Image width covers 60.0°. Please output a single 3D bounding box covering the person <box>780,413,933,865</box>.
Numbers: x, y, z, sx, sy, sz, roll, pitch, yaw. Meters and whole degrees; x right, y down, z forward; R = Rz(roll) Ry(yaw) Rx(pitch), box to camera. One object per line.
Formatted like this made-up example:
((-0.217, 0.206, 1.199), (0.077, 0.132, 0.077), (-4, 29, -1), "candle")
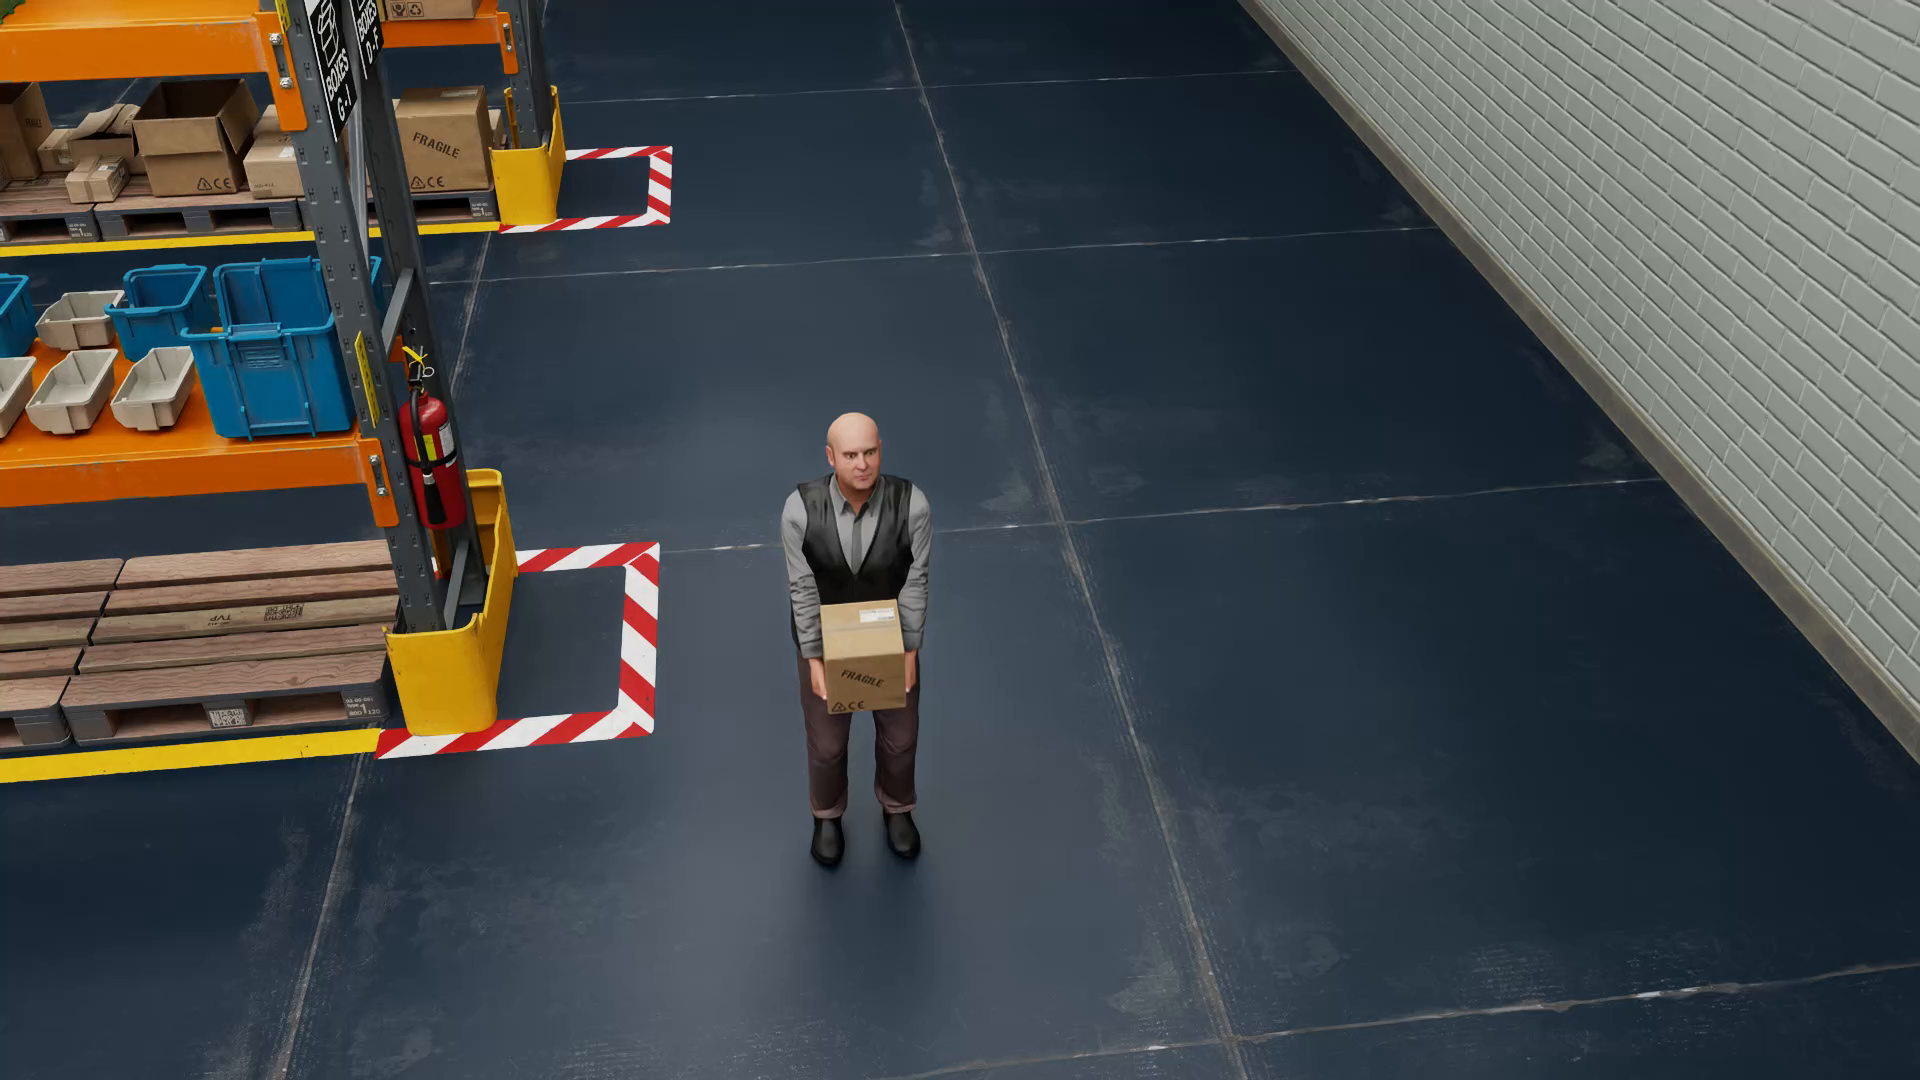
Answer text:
((-0.320, 0.407, 5.583), (0.494, 1.712, 0.559), (-4, 35, -6), "person")
